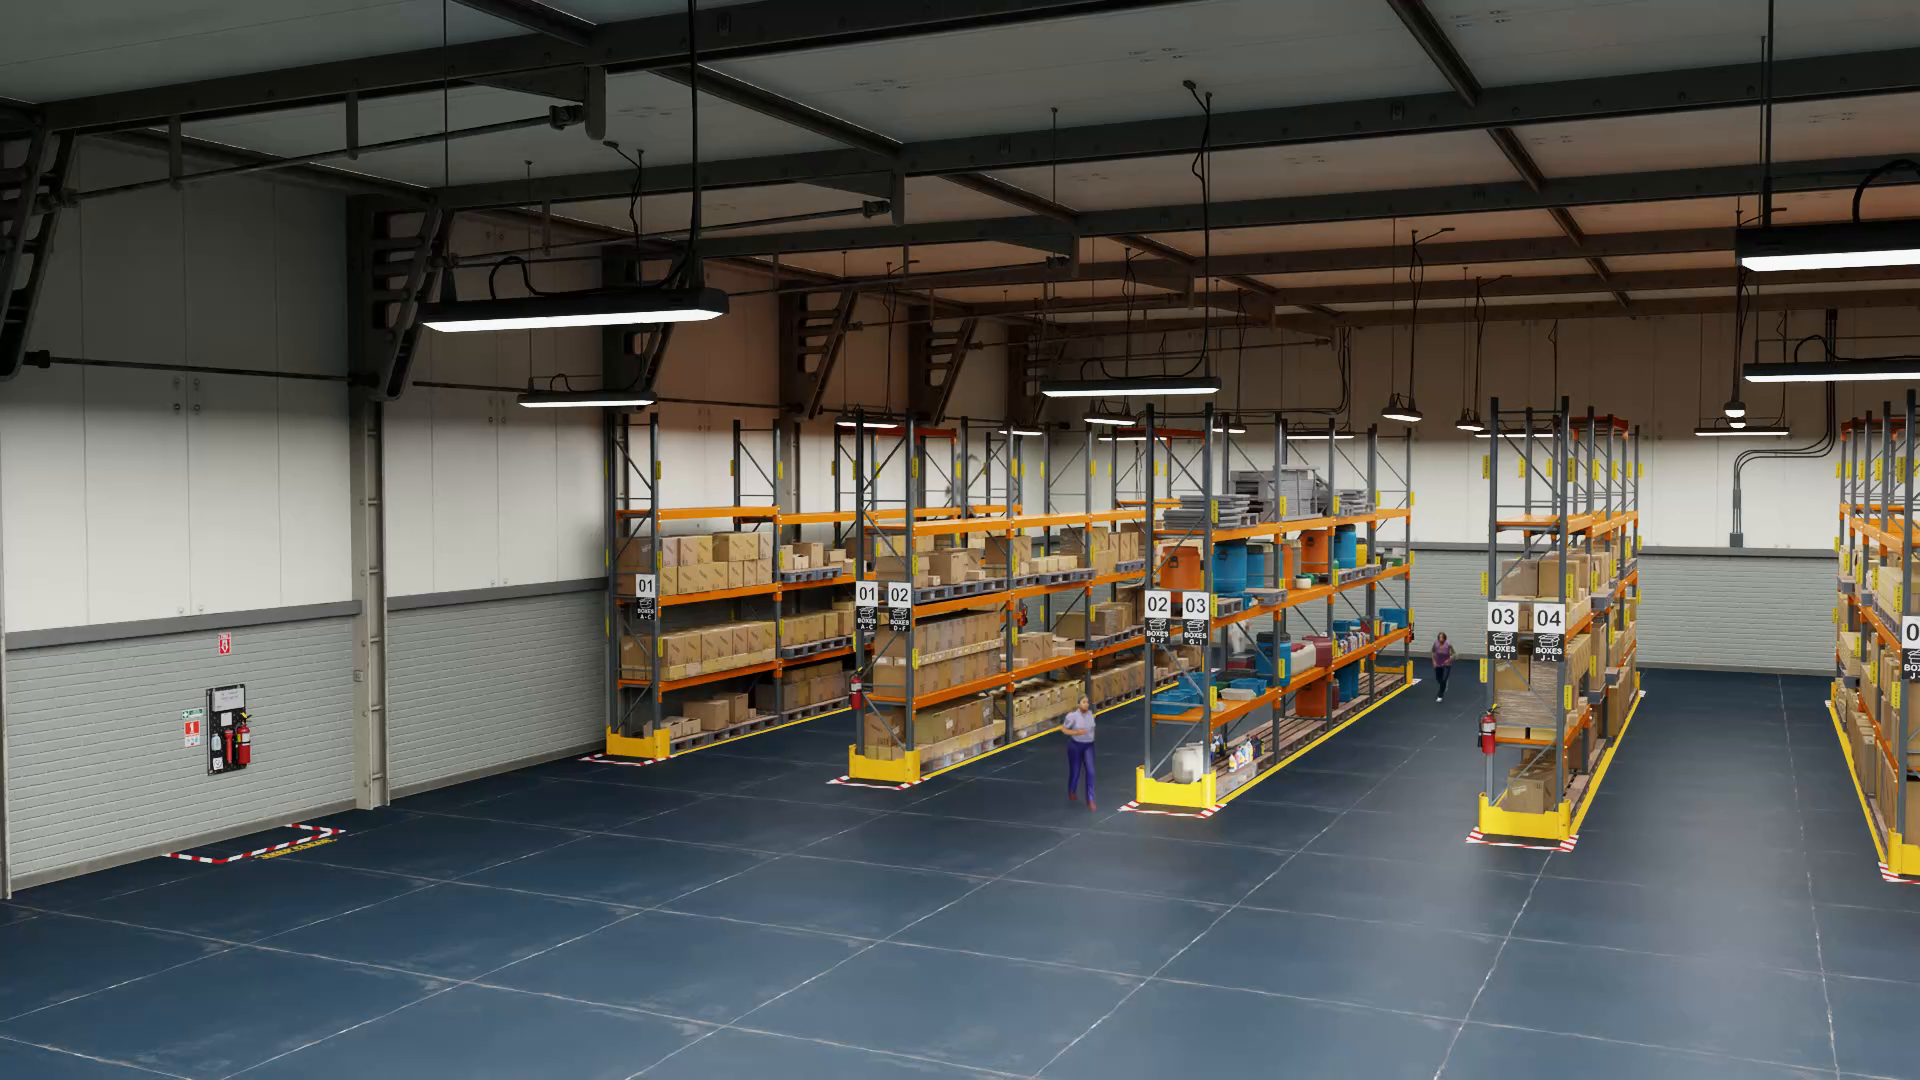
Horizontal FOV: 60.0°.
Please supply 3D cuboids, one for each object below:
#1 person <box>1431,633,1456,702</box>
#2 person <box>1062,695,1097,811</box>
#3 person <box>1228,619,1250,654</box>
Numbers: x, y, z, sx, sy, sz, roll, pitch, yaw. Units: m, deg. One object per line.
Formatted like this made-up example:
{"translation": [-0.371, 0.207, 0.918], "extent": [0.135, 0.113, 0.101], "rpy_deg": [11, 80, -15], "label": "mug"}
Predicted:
{"translation": [10.463, 2.747, 36.002], "extent": [0.534, 1.539, 0.734], "rpy_deg": [1, 3, 22], "label": "person"}
{"translation": [1.774, 3.146, 24.736], "extent": [0.582, 1.697, 0.826], "rpy_deg": [-1, 2, -16], "label": "person"}
{"translation": [6.892, 2.408, 41.291], "extent": [0.693, 1.797, 0.818], "rpy_deg": [-1, 2, -14], "label": "person"}
